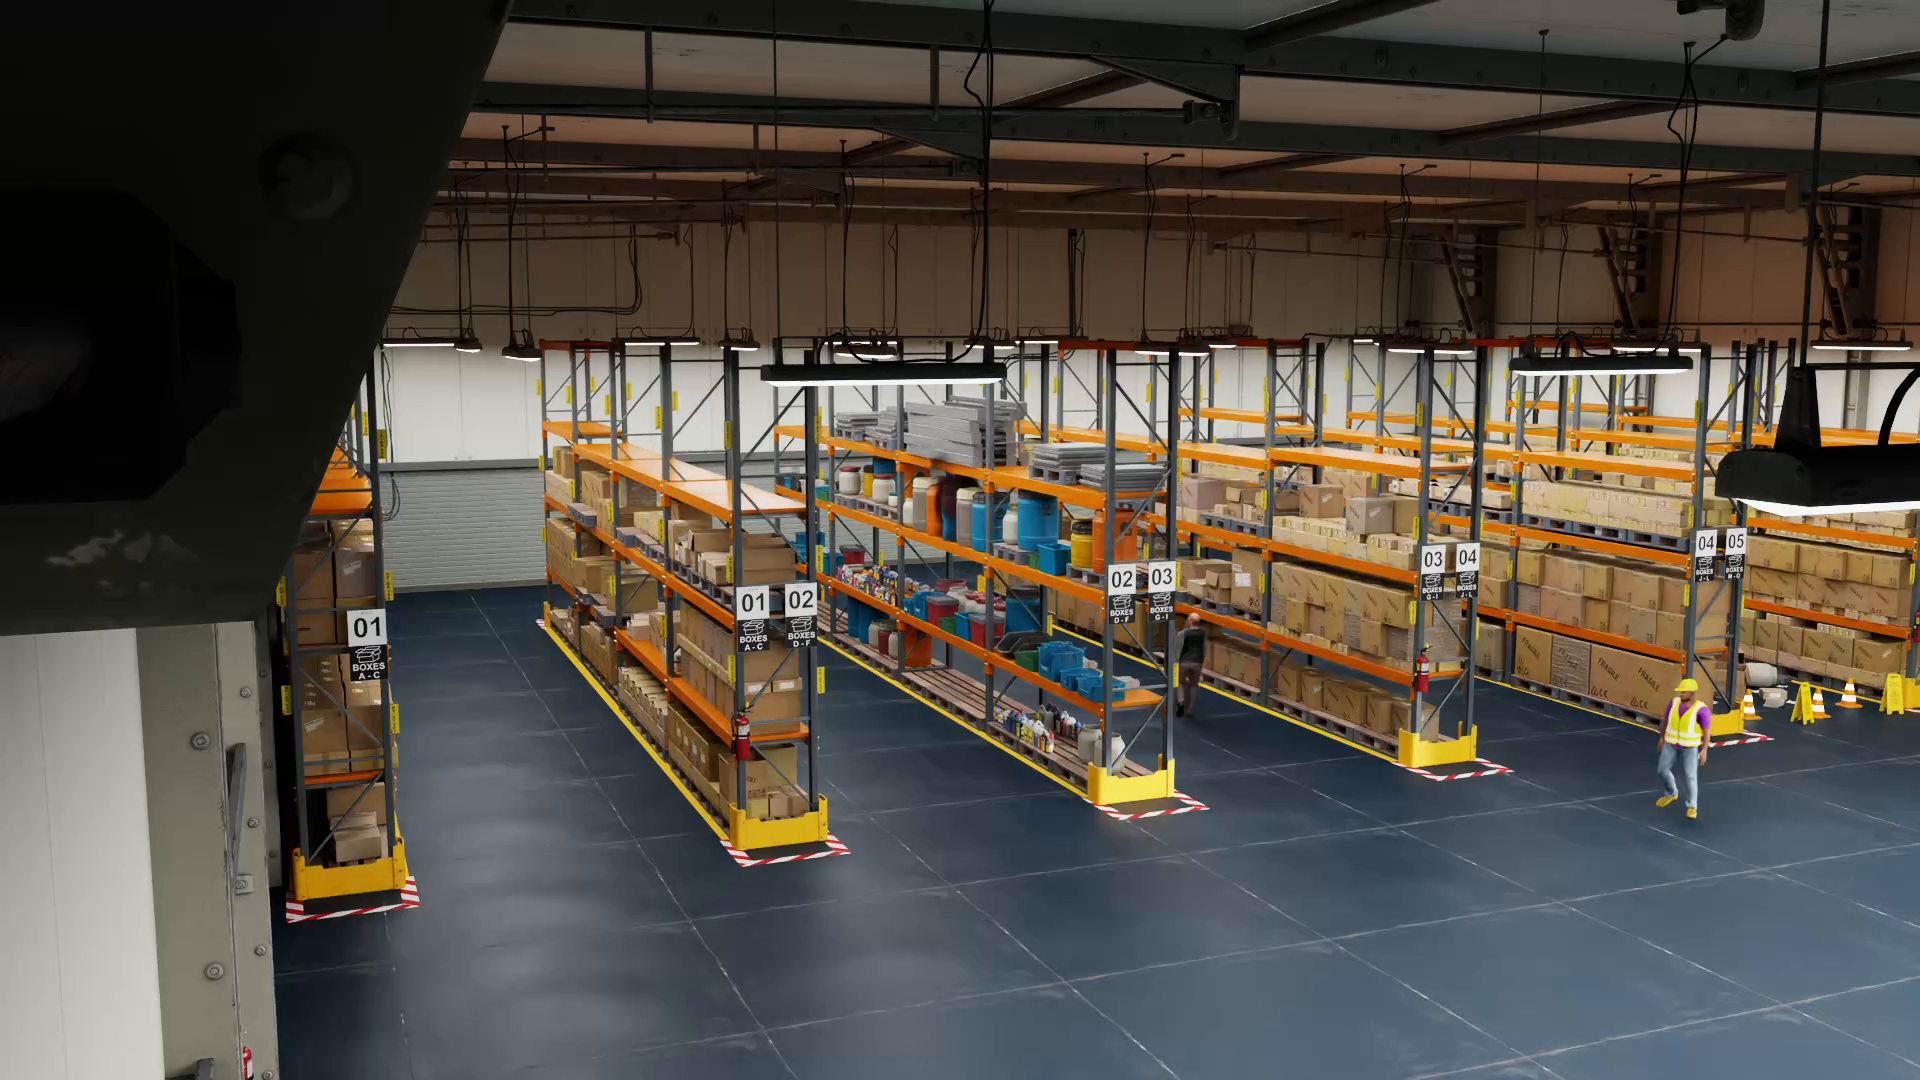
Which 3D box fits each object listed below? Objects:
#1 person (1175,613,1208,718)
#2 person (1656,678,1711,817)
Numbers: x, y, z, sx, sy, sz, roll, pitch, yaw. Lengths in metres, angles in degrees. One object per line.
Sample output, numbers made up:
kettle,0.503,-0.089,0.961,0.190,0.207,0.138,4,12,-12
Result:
person,3.700,2.009,26.661,0.508,1.707,0.524,2,8,13
person,9.341,2.656,21.502,0.649,1.770,0.499,6,10,39
